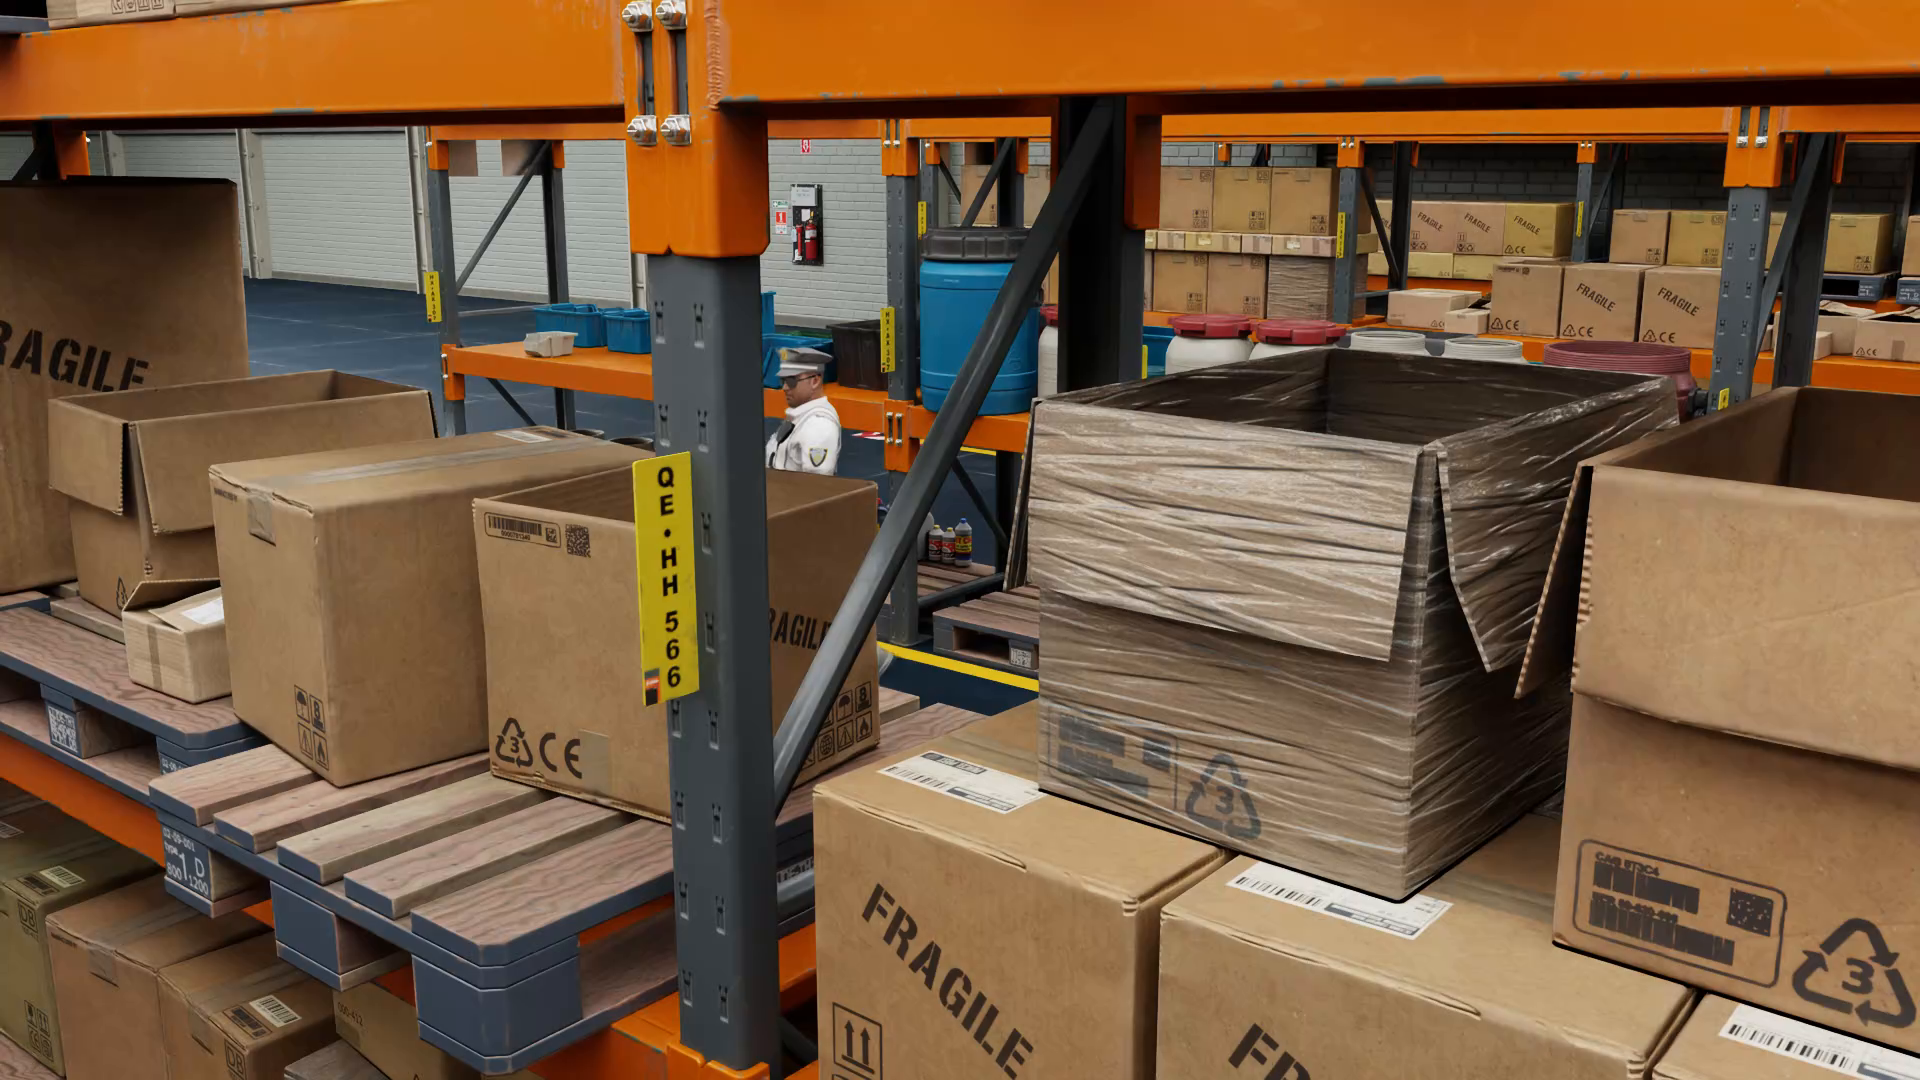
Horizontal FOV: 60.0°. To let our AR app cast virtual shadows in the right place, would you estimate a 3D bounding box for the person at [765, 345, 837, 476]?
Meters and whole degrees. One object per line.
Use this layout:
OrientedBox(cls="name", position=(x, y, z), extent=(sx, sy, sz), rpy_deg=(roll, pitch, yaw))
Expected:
OrientedBox(cls="person", position=(-0.835, -0.037, 7.642), extent=(0.780, 1.721, 0.568), rpy_deg=(-5, 14, -21))
